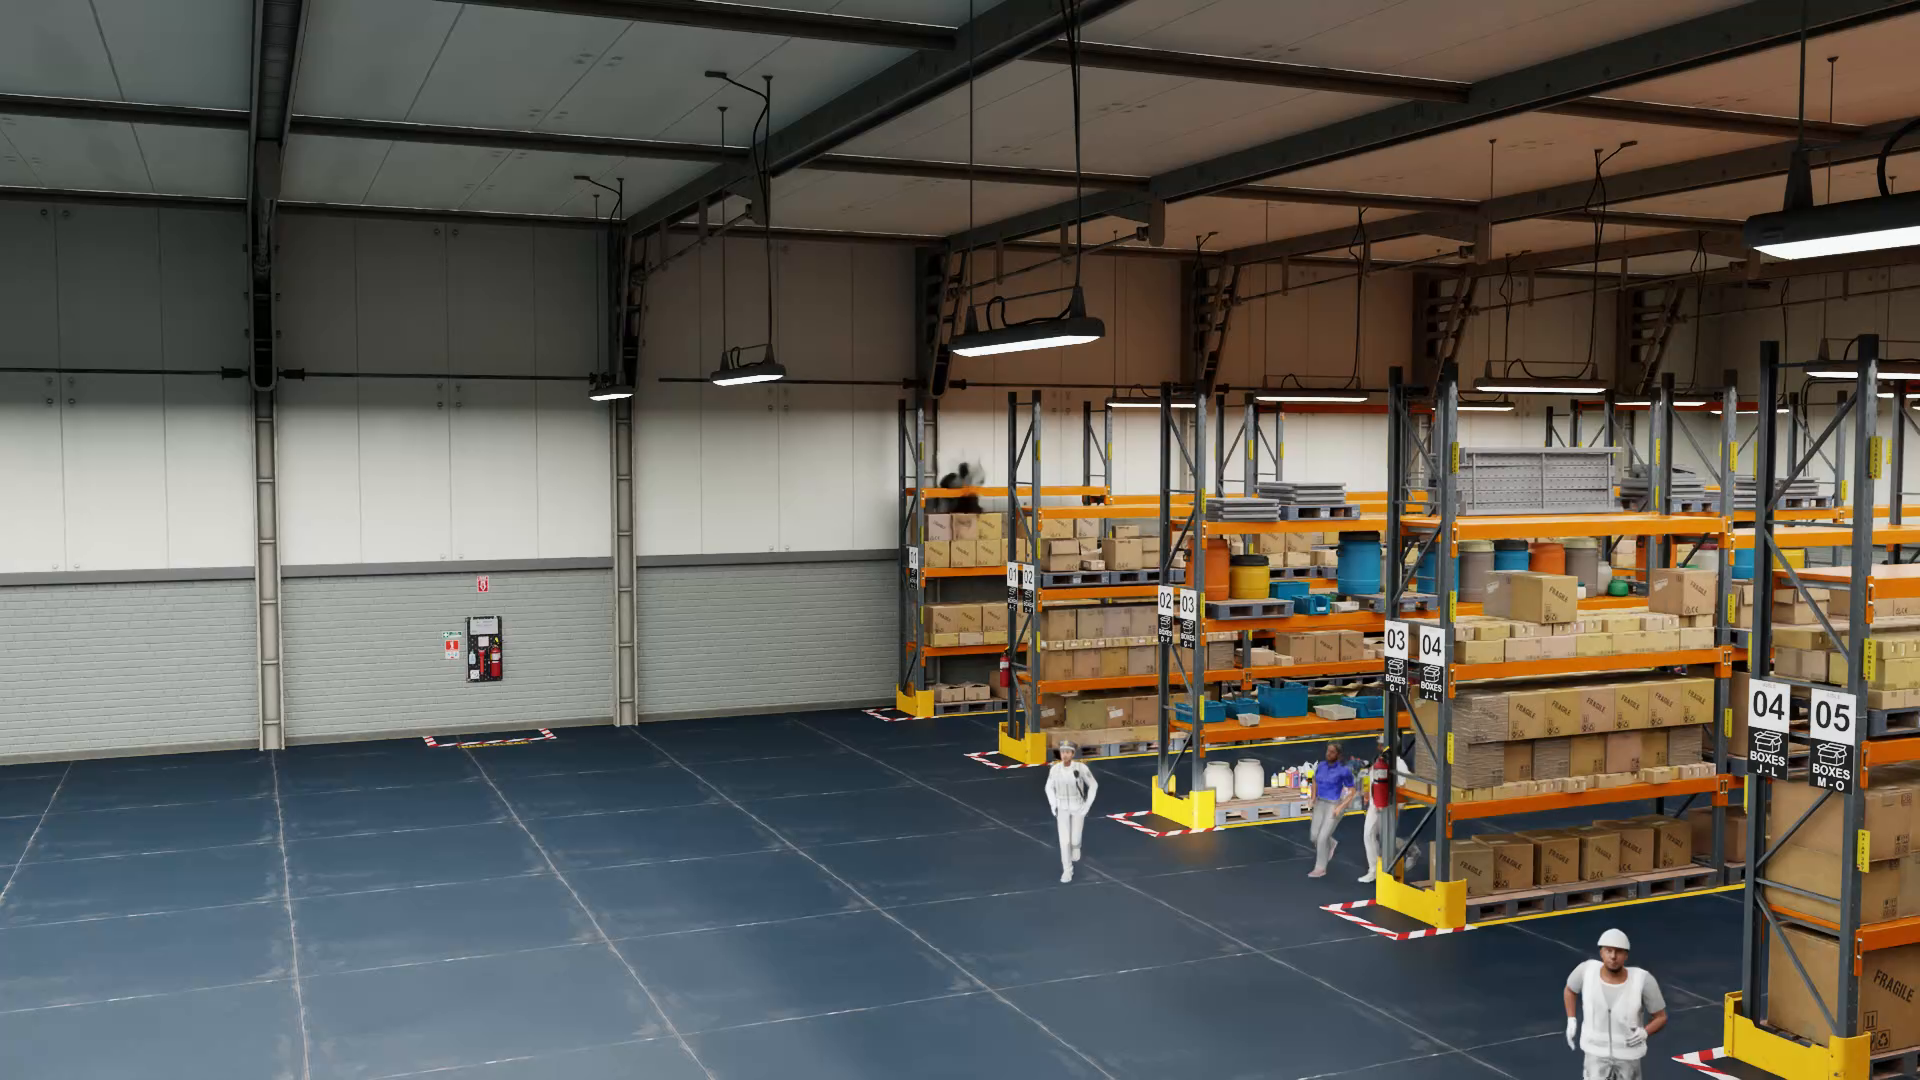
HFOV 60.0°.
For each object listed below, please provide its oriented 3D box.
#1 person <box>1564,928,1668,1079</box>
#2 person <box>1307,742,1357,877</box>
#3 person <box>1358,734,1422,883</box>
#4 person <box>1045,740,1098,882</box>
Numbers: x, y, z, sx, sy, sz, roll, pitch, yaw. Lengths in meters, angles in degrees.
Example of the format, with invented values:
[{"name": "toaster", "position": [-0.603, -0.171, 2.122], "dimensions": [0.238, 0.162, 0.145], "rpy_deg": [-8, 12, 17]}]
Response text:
[{"name": "person", "position": [4.563, 3.587, 11.612], "dimensions": [0.686, 1.790, 0.882], "rpy_deg": [1, 4, 24]}, {"name": "person", "position": [4.467, 3.219, 19.852], "dimensions": [0.604, 1.618, 0.598], "rpy_deg": [-3, 5, -45]}, {"name": "person", "position": [5.052, 3.142, 19.599], "dimensions": [0.813, 1.742, 0.714], "rpy_deg": [-1, 4, -24]}, {"name": "person", "position": [1.329, 3.183, 19.774], "dimensions": [0.622, 1.681, 0.621], "rpy_deg": [1, 3, 13]}]
